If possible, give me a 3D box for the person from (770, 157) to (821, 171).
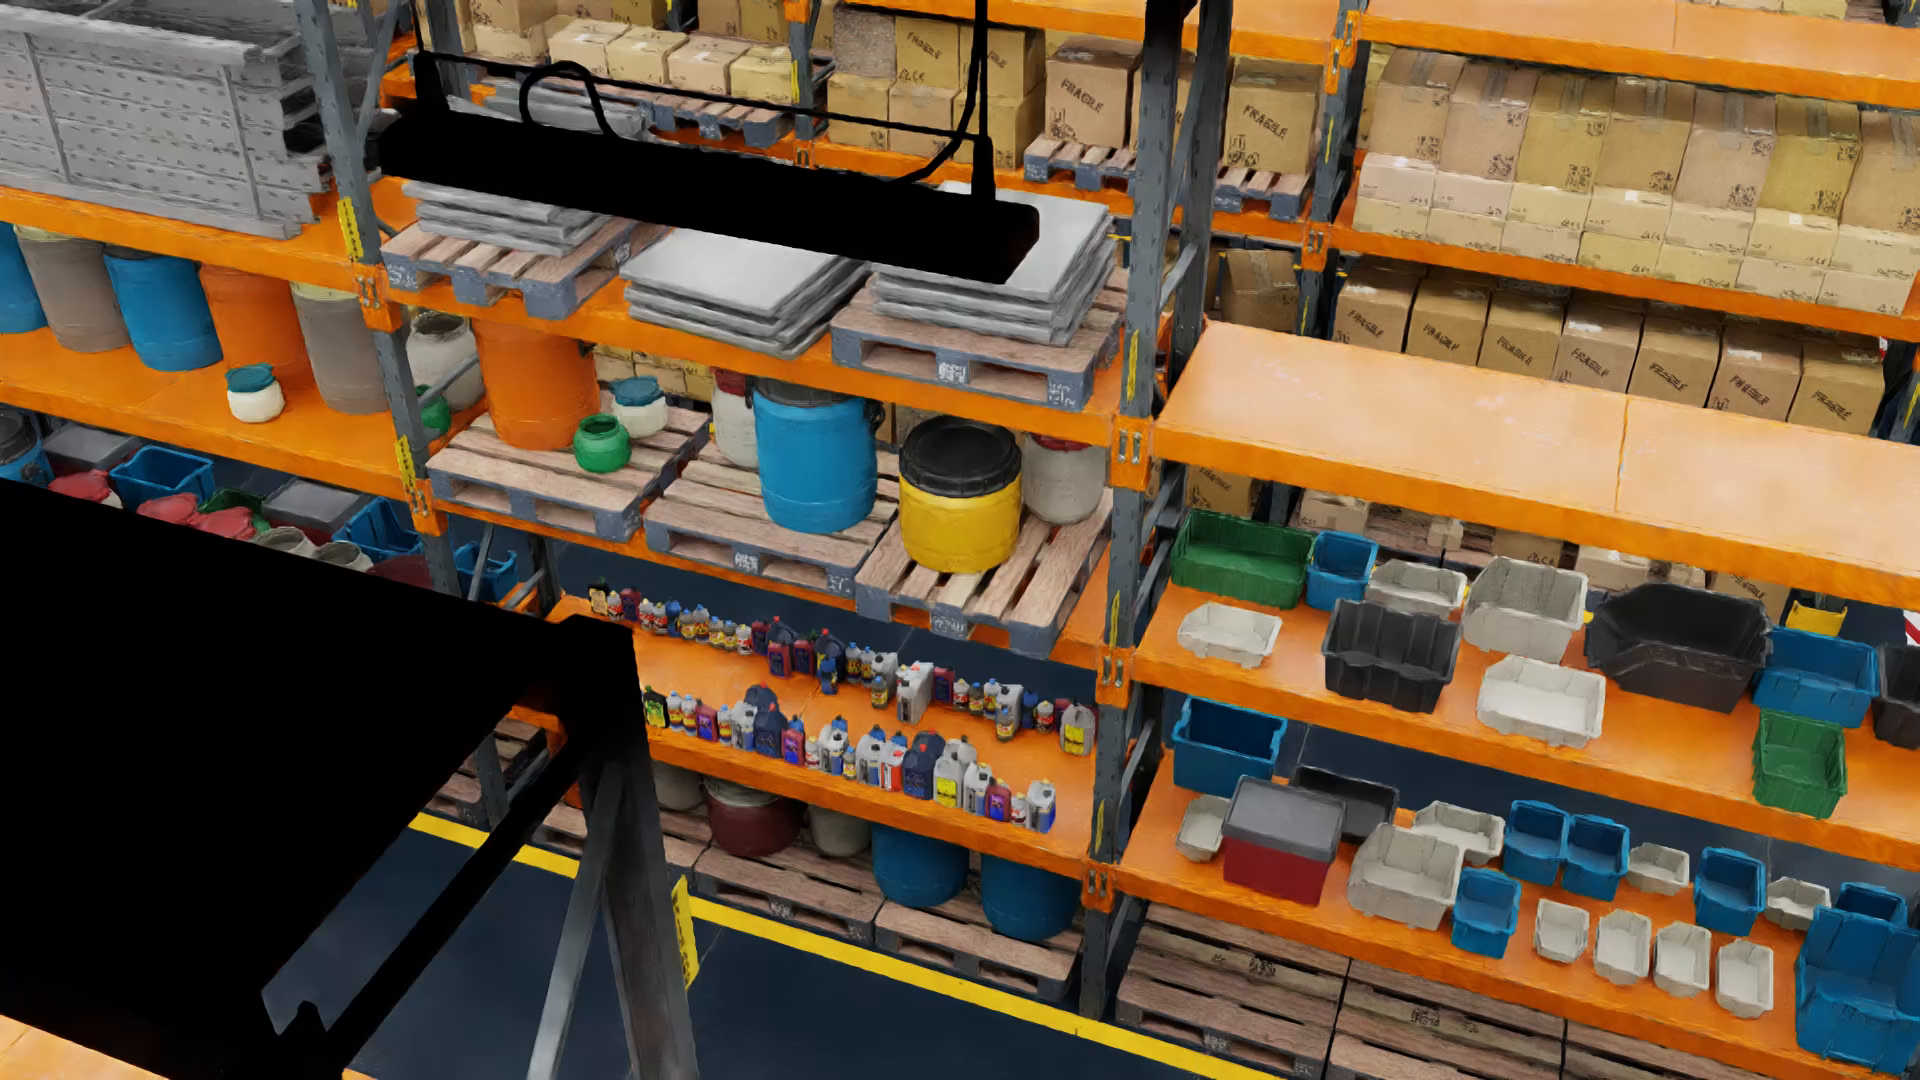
[{"bbox_3d":[-1.596,-3.351,16.511,0.530,1.668,0.450,-5,37,-7],"label":"person"}]
